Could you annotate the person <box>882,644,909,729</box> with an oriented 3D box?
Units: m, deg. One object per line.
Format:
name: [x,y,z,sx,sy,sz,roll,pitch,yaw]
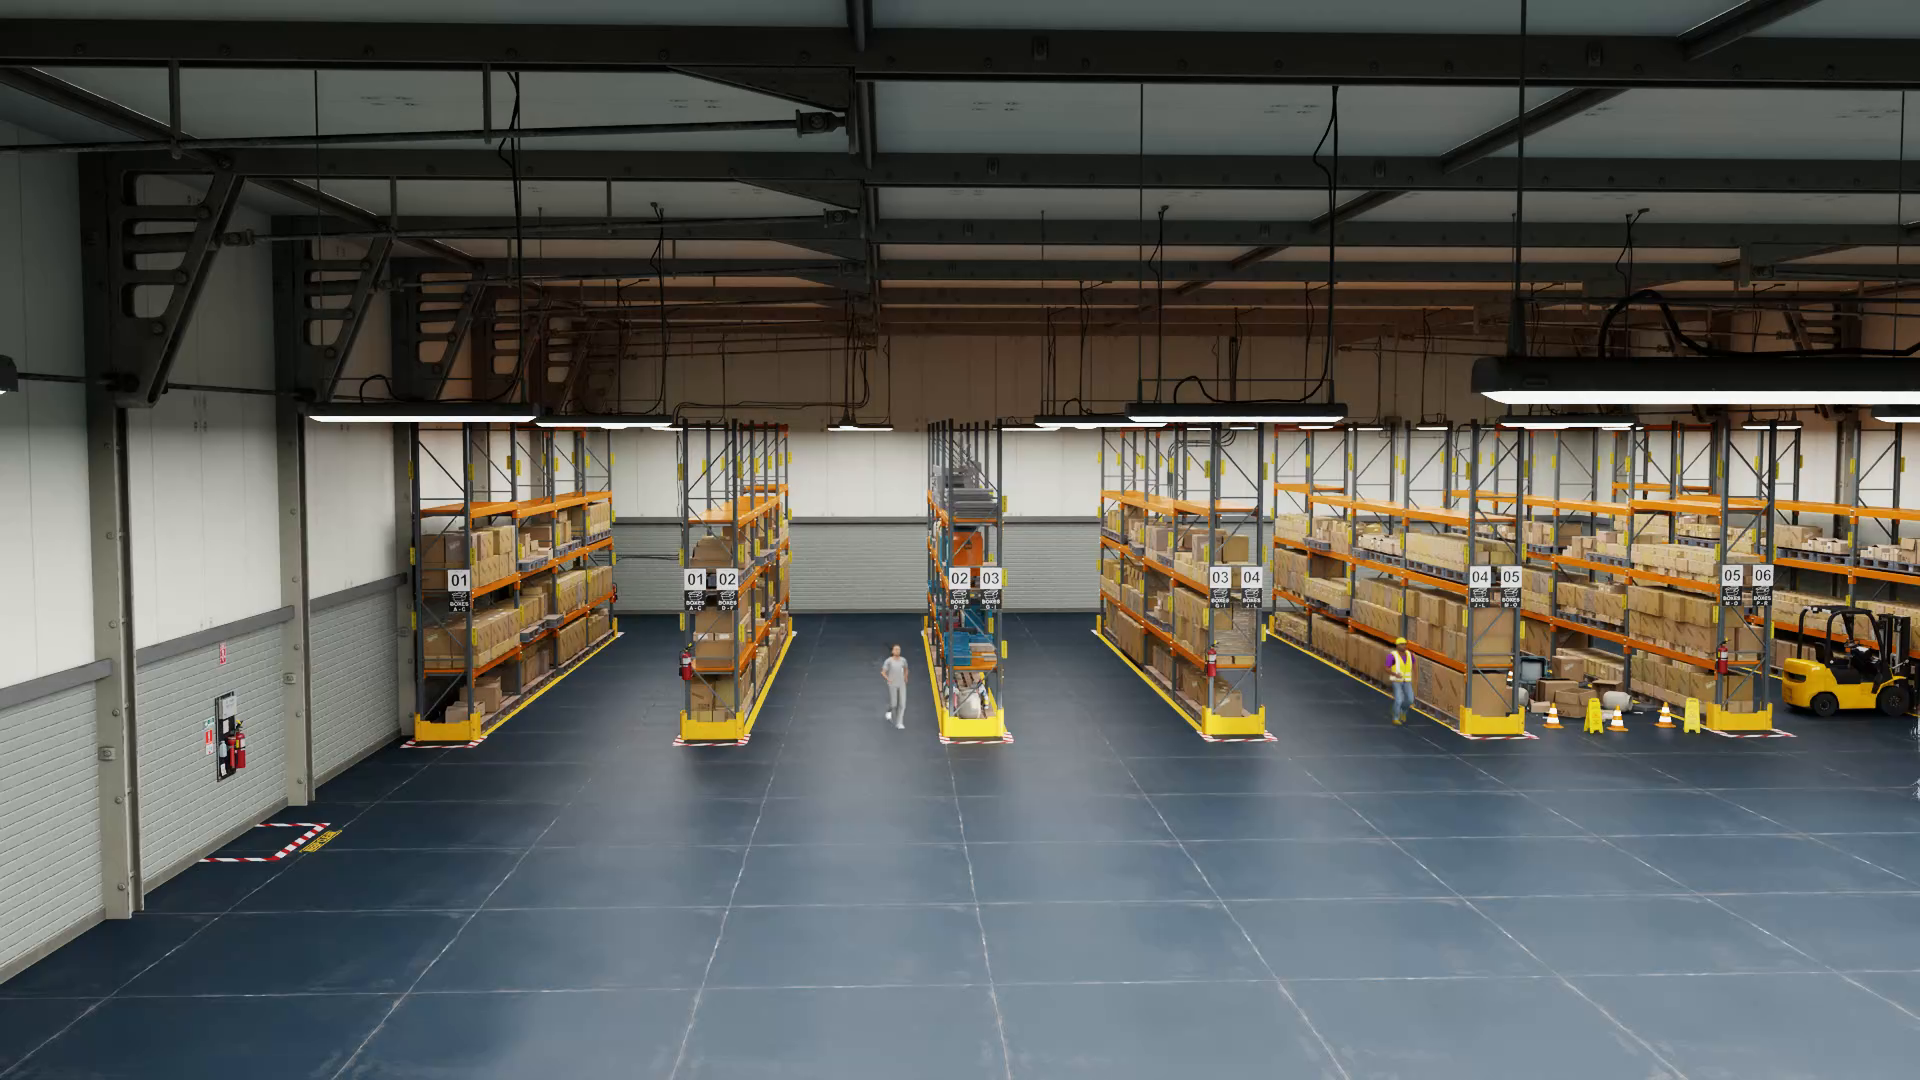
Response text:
person: [-1.233,2.832,32.361,0.564,1.621,0.768,-1,4,-20]

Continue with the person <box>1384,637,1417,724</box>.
person: [8.670,2.764,32.524,0.740,1.719,0.591,-1,4,-12]
